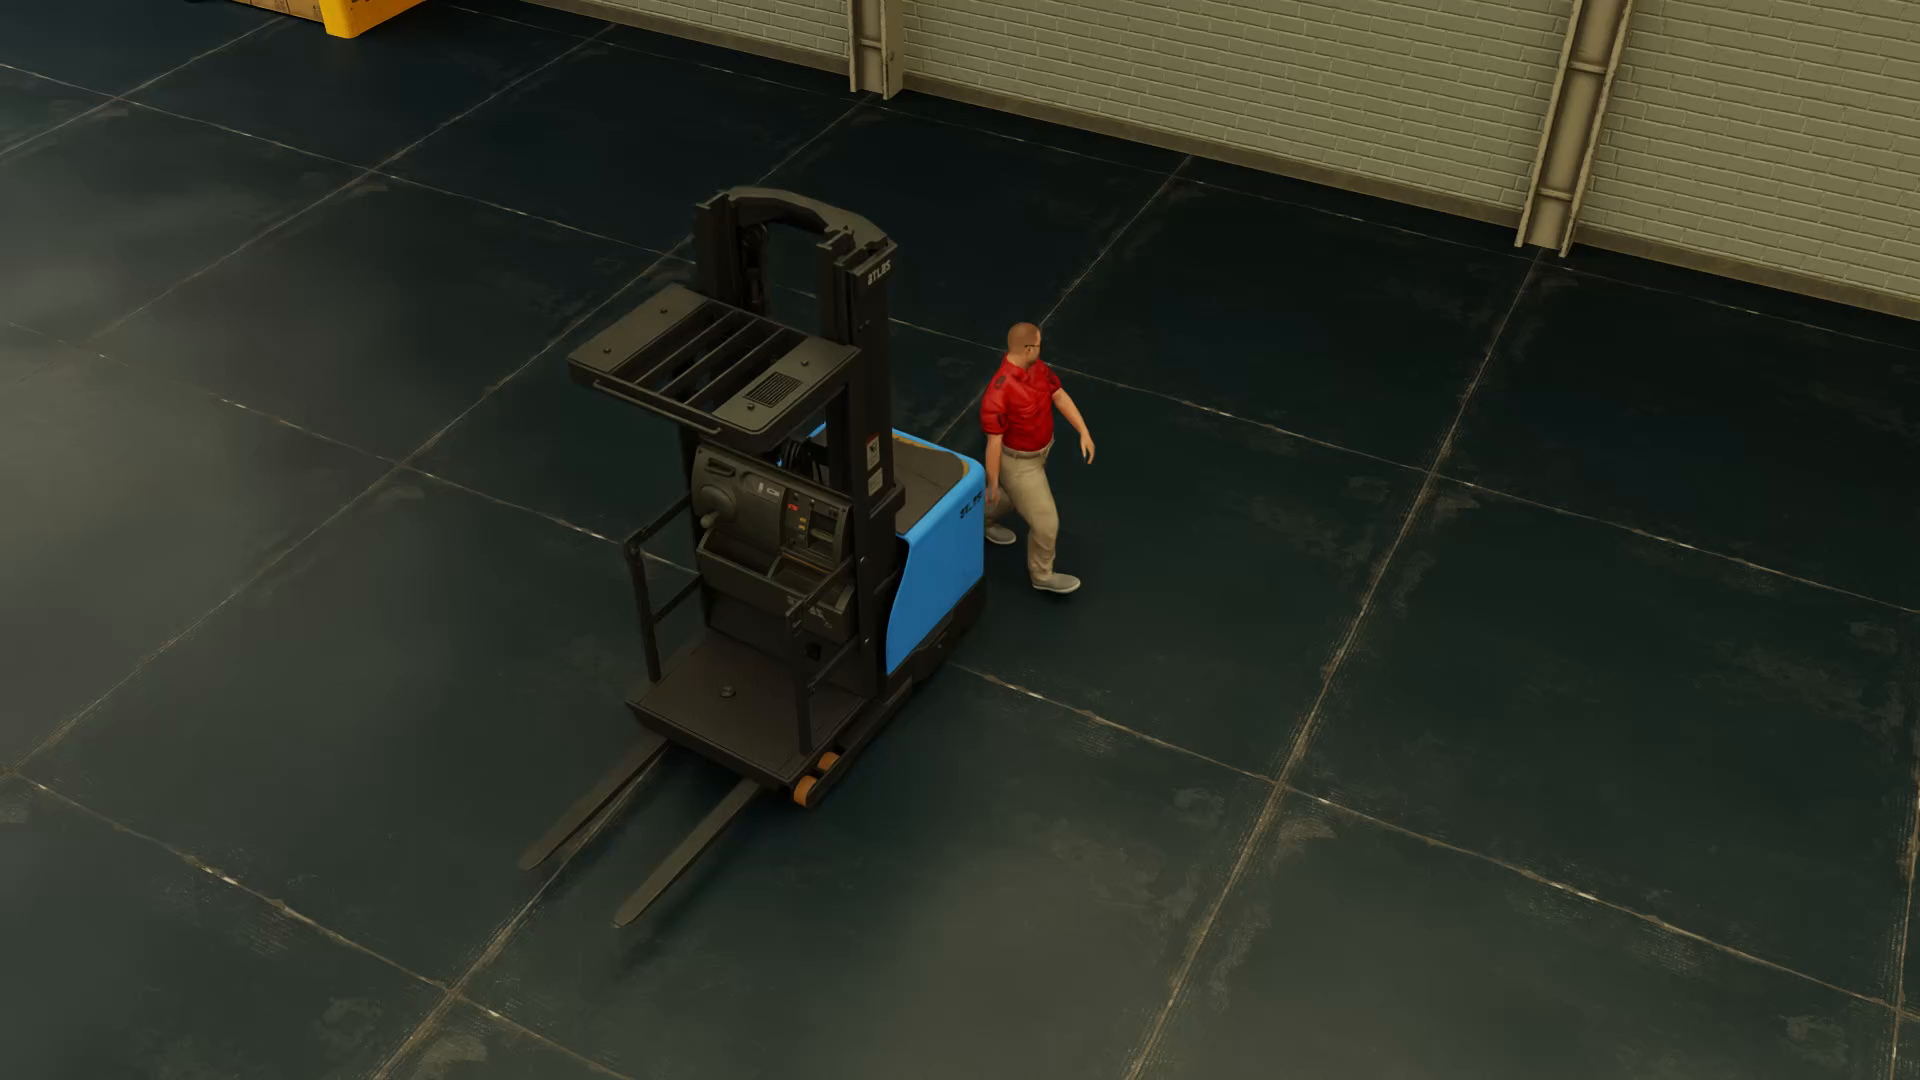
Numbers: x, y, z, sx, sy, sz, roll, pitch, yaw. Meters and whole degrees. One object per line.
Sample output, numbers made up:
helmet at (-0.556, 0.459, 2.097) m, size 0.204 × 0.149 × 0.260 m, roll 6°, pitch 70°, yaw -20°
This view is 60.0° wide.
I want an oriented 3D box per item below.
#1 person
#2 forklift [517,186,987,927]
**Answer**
person at (0.367, -0.464, 9.547) m, size 0.833 × 1.652 × 0.709 m, roll 12°, pitch 42°, yaw 14°
forklift at (-1.057, -0.084, 8.086) m, size 1.130 × 2.935 × 3.031 m, roll 22°, pitch 45°, yaw 24°
